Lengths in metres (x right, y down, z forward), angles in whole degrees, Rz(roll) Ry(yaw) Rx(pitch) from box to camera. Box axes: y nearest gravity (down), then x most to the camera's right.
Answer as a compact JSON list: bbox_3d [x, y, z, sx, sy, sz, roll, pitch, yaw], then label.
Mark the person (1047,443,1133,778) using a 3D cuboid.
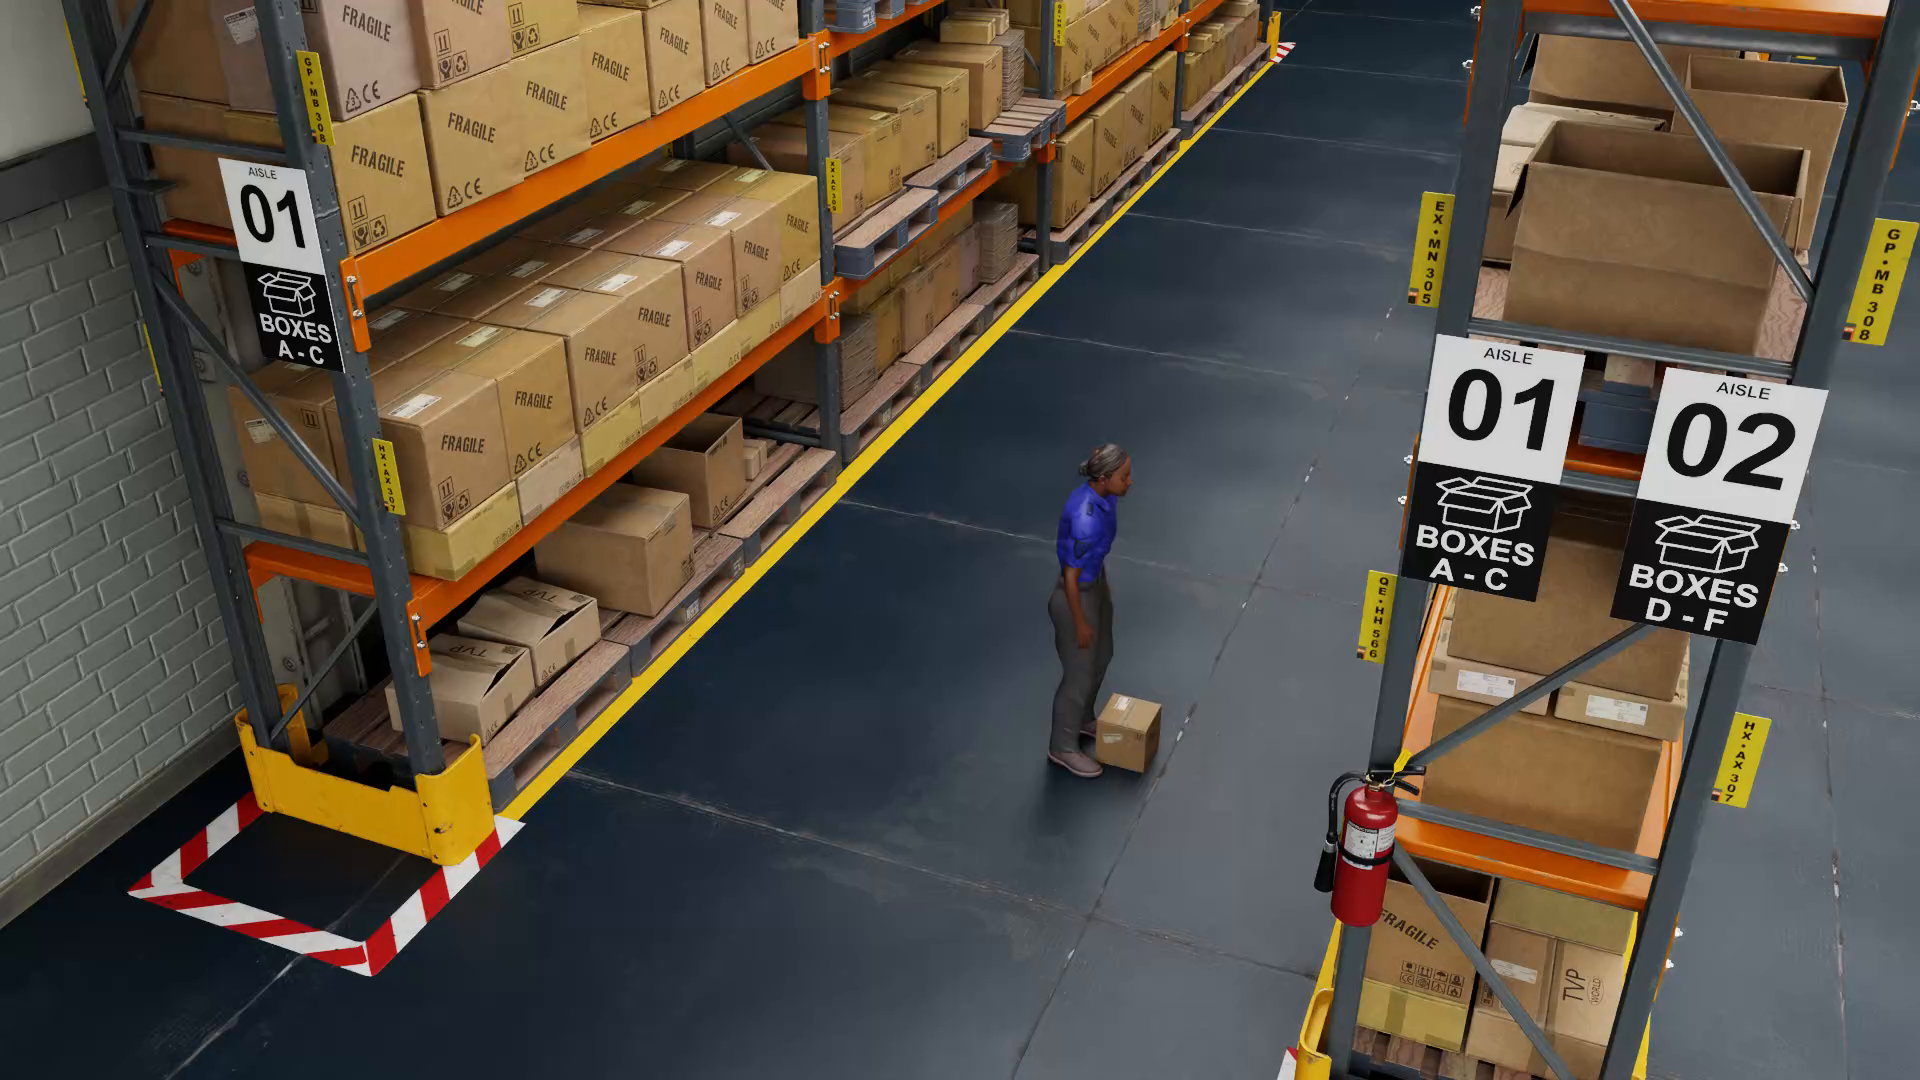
[{"bbox_3d":[0.606,0.297,7.878,0.349,1.655,0.532,10,31,16],"label":"person"}]
